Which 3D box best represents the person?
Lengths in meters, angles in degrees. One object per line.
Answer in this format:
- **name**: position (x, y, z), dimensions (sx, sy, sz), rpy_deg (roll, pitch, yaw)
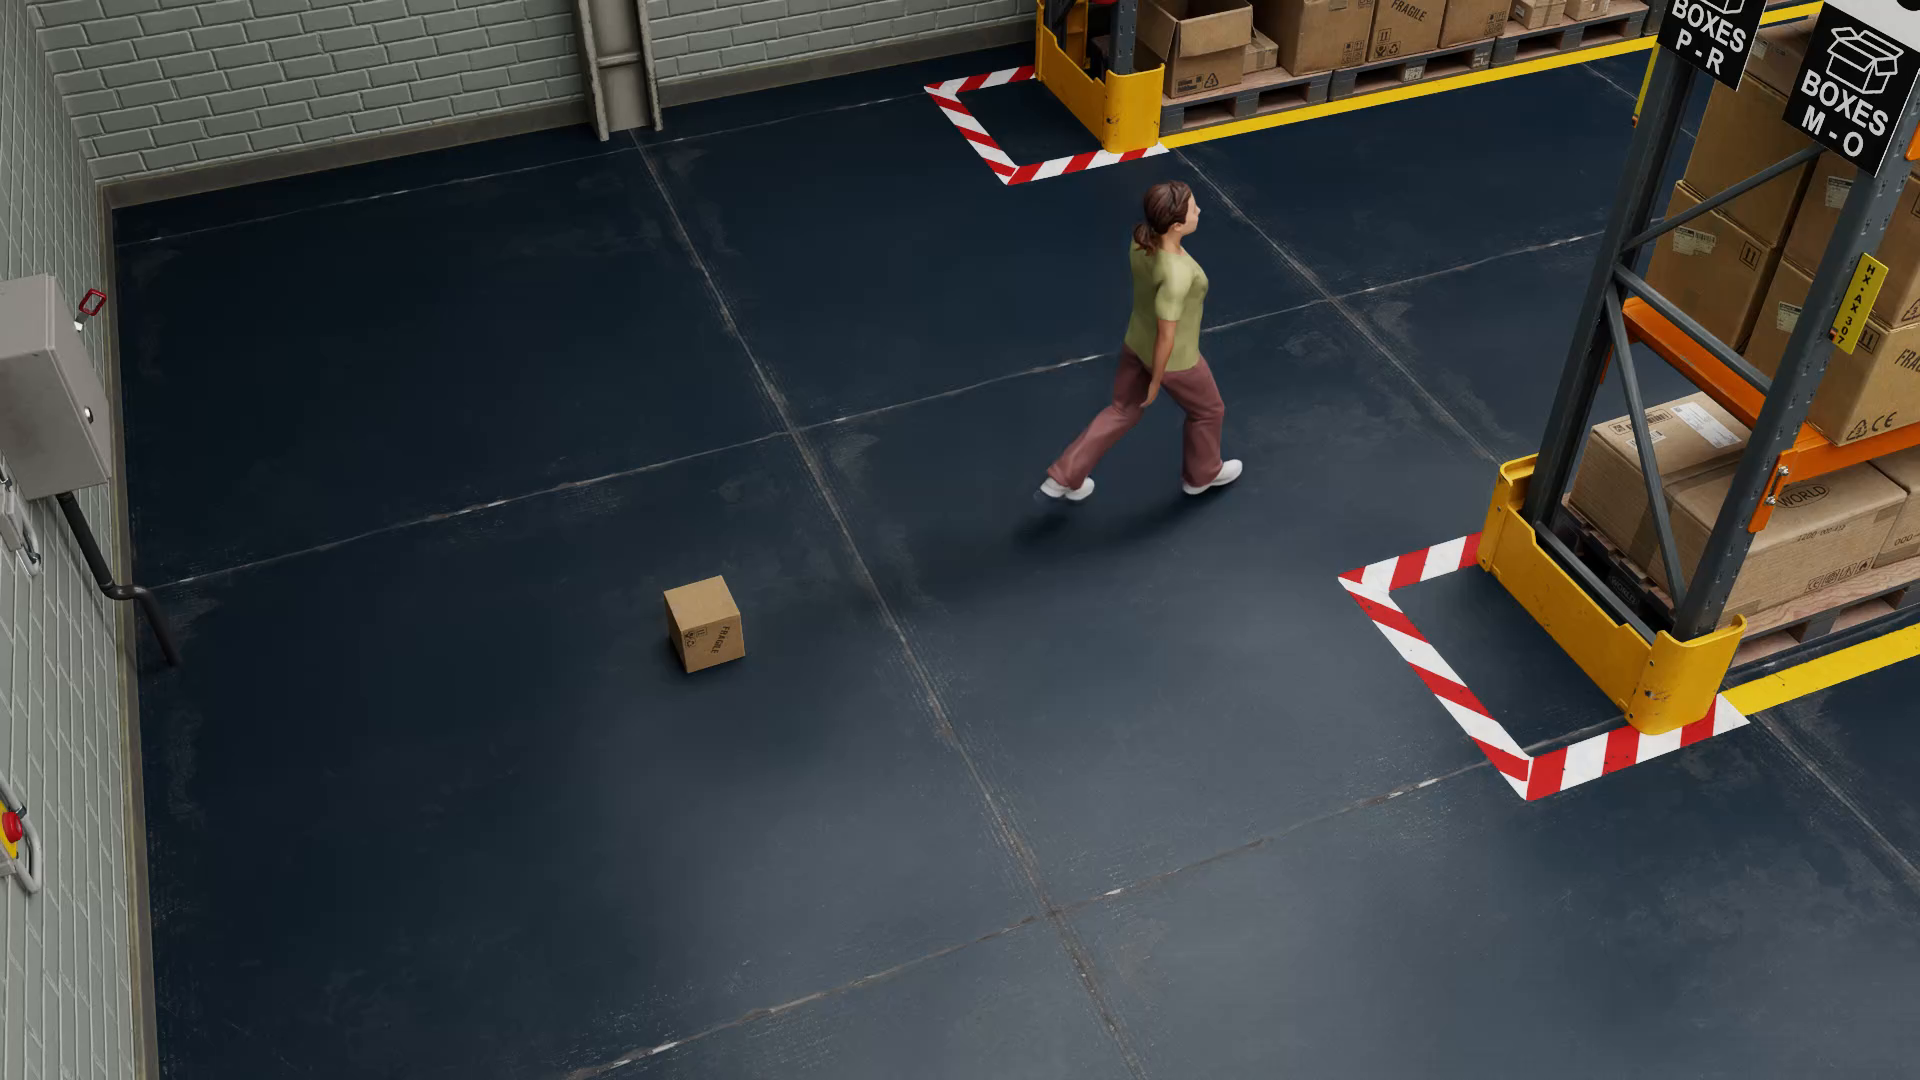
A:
- **person**: position (0.828, -0.799, 7.046), dimensions (0.993, 1.625, 0.443), rpy_deg (-19, 45, -20)
